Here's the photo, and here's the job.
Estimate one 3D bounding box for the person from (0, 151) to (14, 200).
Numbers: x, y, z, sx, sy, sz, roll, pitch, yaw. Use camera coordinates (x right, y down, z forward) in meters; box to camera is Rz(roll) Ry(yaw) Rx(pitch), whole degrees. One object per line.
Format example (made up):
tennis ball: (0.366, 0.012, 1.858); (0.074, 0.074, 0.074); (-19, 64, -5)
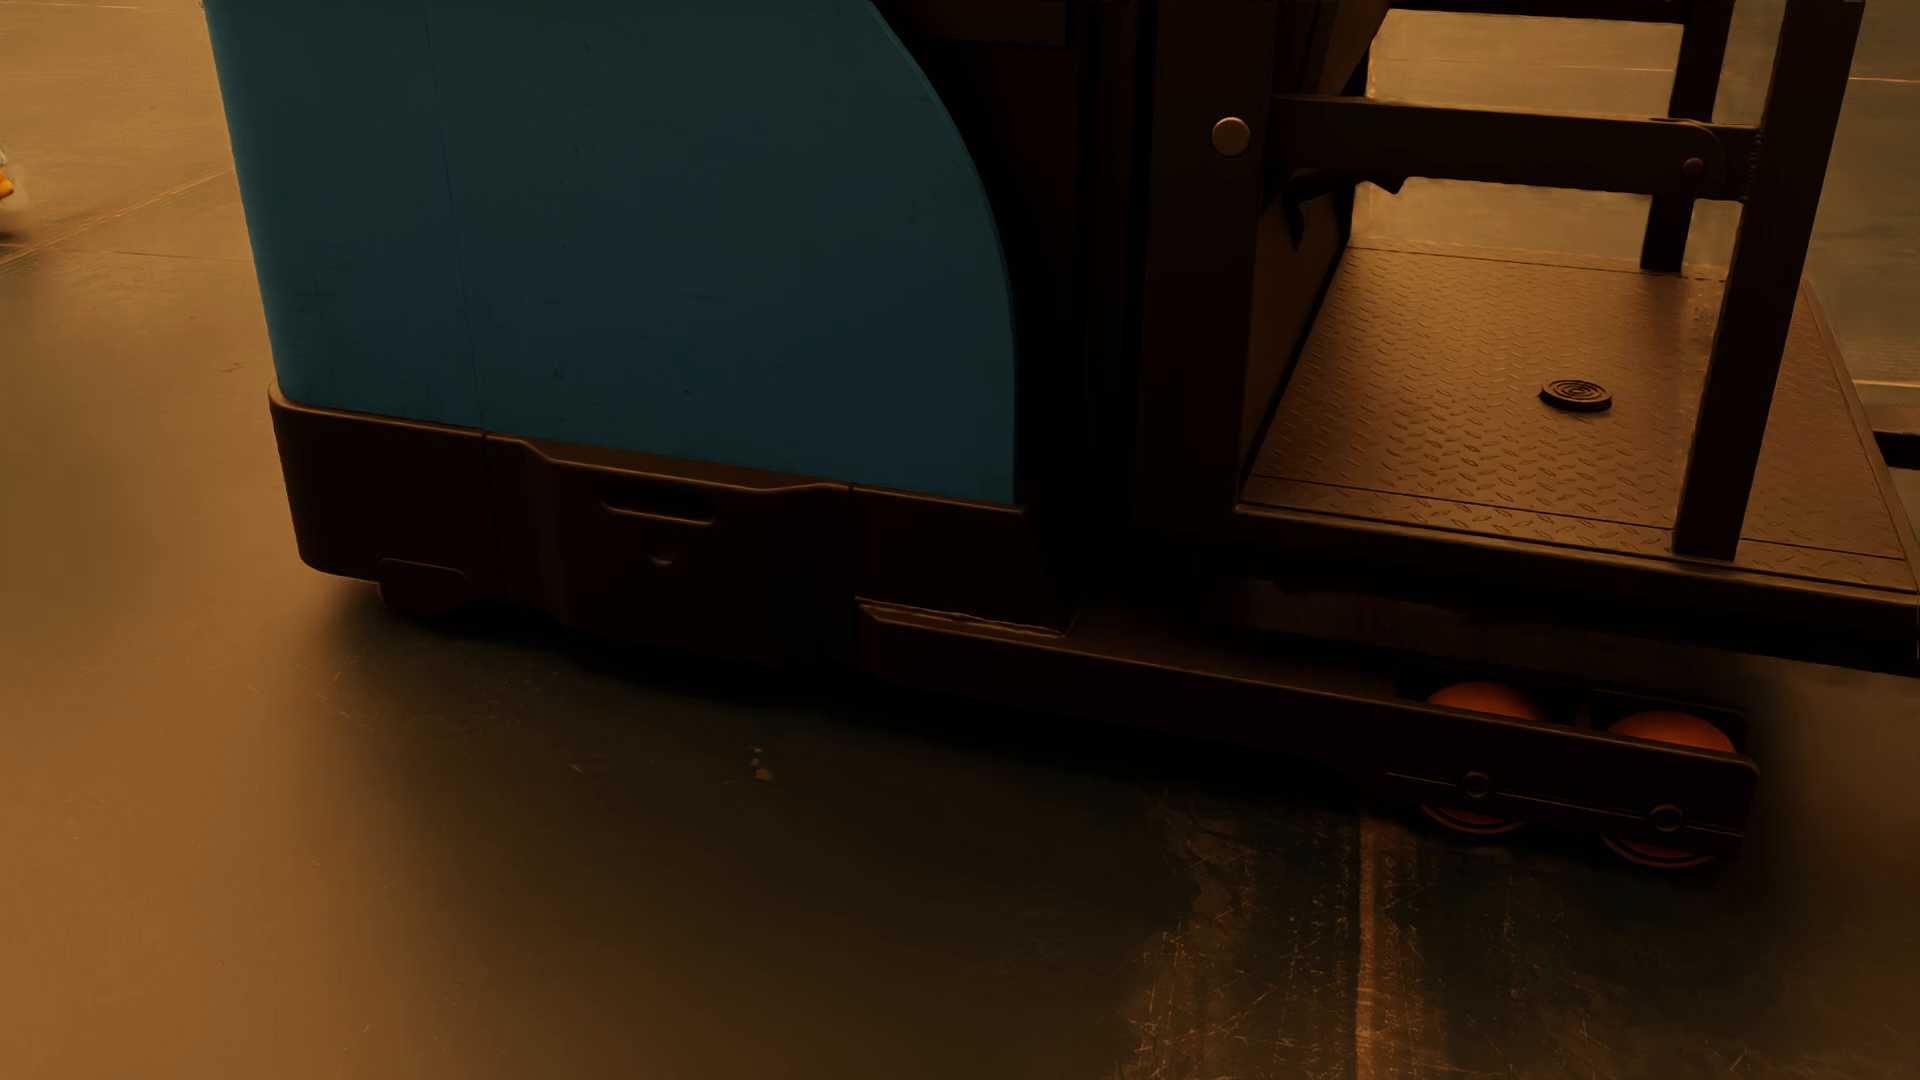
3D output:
person: (-2.578, -1.583, 3.707); (0.740, 1.745, 0.982); (4, 27, 8)

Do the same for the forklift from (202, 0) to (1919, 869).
forklift: (0.651, -1.223, 1.671); (3.031, 2.935, 1.130); (8, 28, 16)
